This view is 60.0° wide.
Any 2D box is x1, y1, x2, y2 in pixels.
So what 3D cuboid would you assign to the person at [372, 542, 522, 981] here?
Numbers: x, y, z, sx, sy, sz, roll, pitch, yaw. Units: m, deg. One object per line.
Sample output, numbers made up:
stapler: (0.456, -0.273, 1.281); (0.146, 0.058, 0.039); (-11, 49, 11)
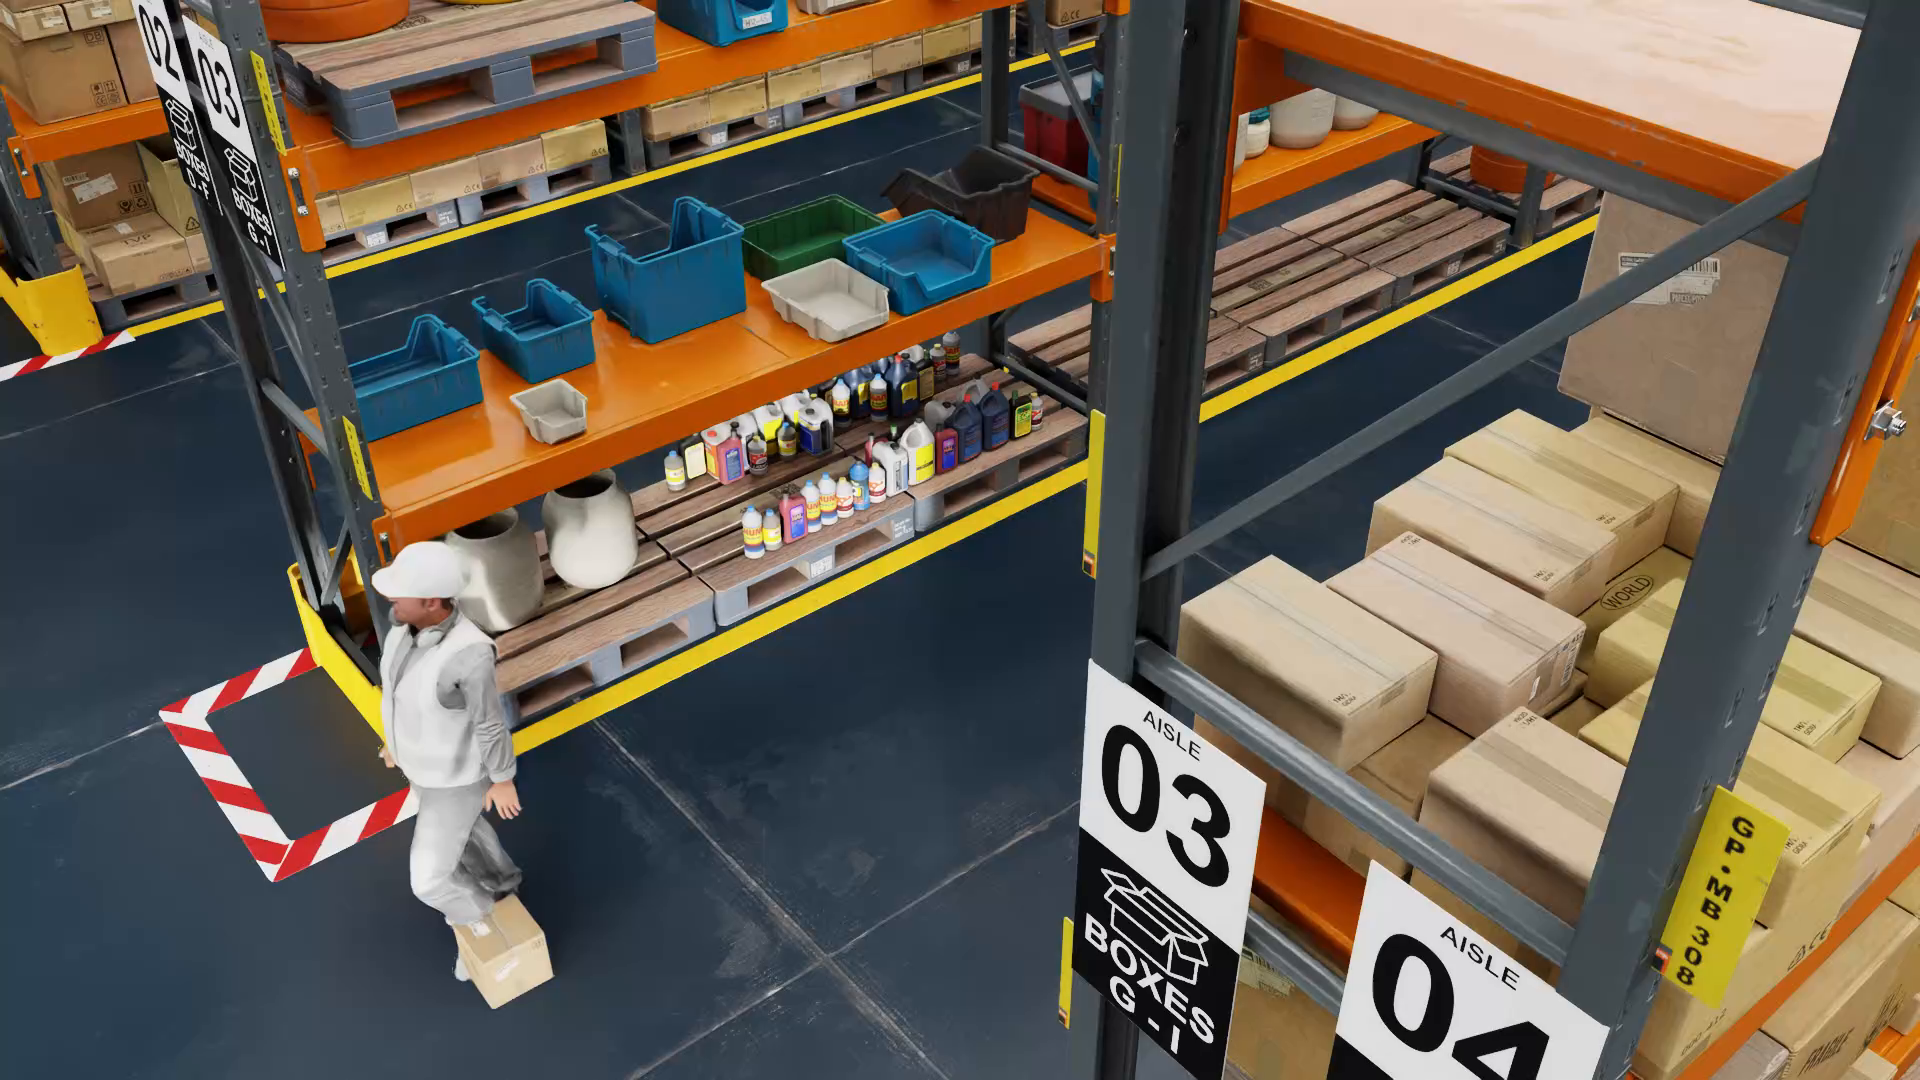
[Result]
person: (-1.867, 0.808, 5.940); (0.494, 1.821, 0.584); (-29, 45, -34)
